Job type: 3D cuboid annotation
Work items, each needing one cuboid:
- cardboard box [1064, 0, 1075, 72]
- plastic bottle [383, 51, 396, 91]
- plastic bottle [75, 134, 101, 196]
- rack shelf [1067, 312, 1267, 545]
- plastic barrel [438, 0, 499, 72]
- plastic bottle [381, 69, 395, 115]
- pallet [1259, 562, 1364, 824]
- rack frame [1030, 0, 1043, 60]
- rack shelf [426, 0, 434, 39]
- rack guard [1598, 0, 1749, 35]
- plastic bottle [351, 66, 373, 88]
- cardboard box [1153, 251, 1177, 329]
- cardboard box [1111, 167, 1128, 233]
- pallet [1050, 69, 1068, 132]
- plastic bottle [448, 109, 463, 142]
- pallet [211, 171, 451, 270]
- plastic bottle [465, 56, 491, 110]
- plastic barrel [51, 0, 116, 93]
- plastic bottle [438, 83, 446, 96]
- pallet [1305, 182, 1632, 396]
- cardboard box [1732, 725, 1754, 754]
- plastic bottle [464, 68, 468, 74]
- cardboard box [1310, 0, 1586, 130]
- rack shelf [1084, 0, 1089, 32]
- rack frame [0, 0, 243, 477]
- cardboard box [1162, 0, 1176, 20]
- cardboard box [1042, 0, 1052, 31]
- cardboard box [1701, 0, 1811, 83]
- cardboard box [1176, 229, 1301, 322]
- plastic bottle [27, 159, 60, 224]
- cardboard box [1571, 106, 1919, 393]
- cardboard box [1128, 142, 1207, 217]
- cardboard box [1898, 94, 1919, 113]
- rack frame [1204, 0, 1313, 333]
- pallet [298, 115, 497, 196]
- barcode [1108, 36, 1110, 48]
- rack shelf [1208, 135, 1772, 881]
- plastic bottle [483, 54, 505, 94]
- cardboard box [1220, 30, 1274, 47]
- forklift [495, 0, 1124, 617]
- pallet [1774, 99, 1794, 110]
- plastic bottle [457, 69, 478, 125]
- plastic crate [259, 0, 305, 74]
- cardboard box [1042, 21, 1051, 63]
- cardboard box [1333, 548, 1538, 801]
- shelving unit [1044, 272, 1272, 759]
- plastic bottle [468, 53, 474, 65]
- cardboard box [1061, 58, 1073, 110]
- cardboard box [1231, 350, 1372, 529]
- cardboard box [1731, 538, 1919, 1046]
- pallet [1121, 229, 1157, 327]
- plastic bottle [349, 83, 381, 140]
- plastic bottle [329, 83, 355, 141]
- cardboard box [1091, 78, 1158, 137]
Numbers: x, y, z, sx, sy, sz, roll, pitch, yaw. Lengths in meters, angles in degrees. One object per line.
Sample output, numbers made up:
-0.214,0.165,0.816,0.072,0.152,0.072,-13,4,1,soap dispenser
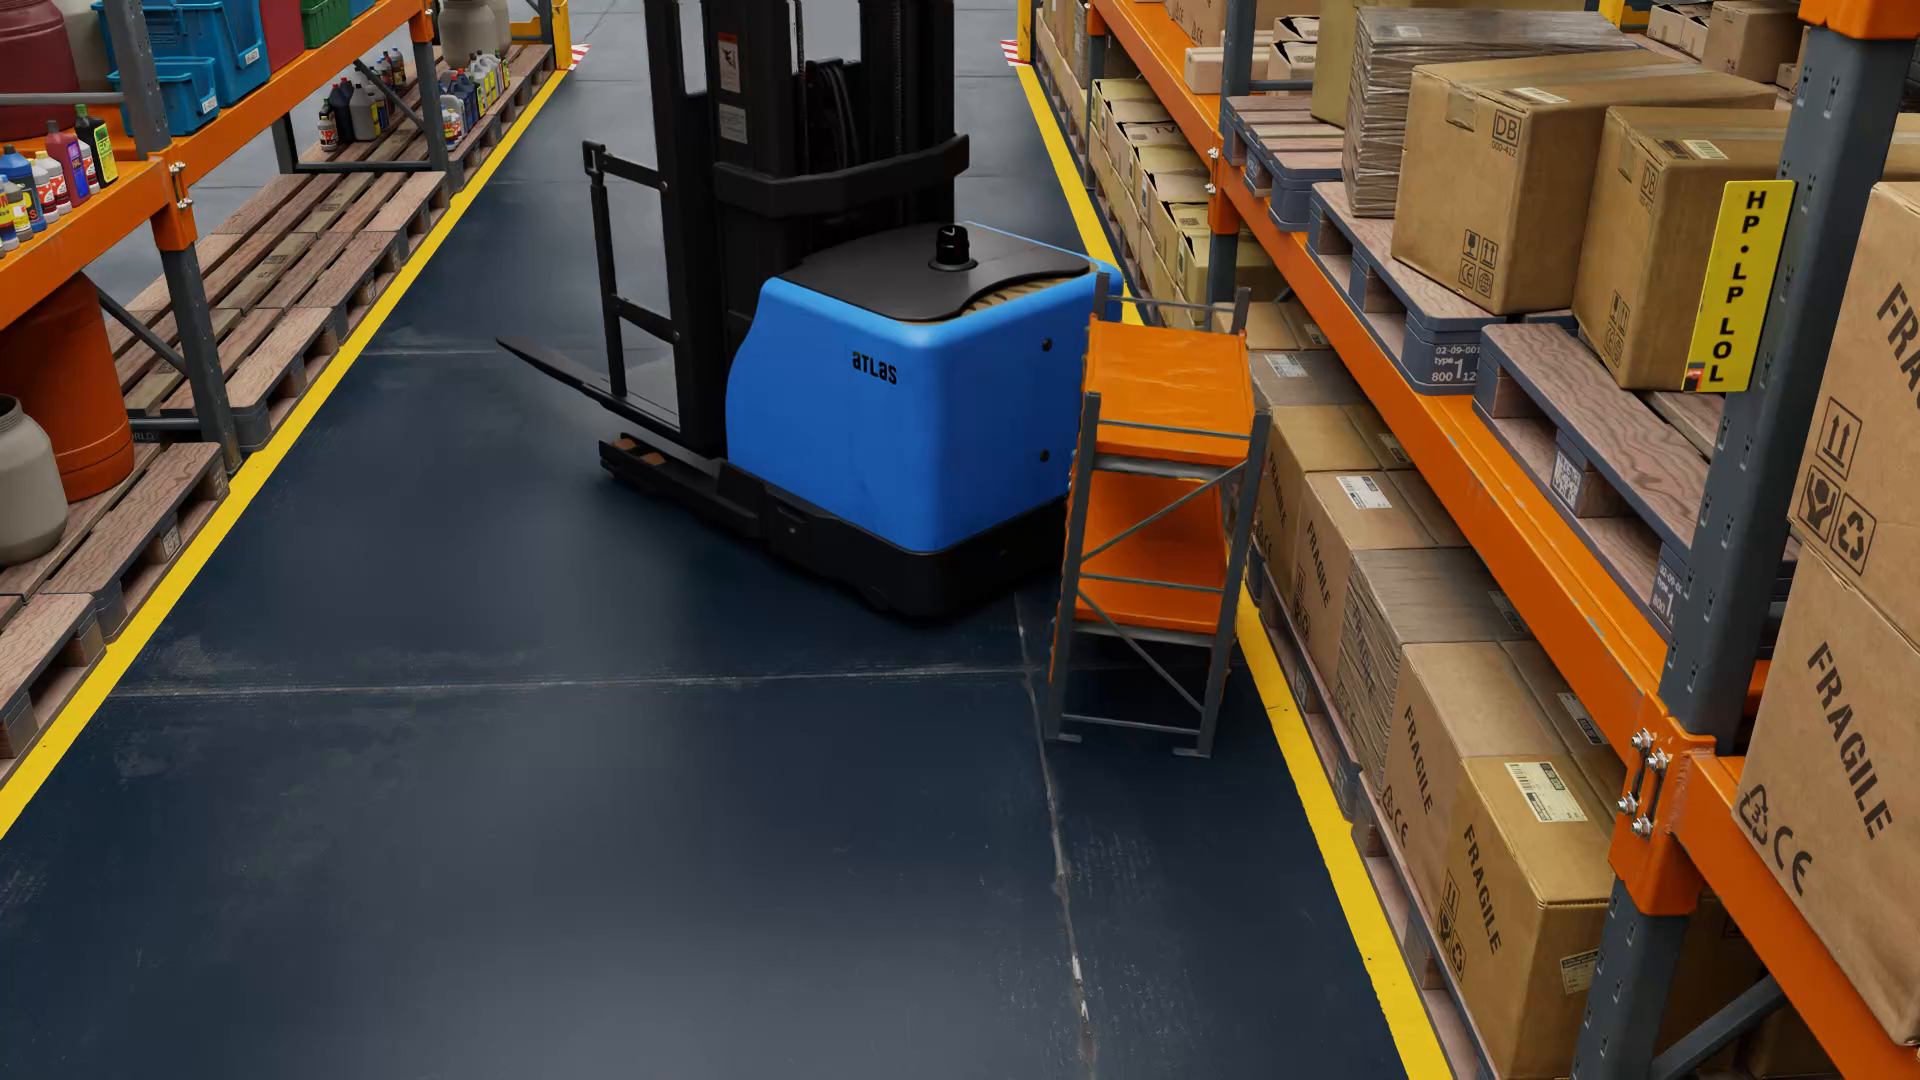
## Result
1.001,-3.538,11.499,0.500,0.500,0.500,-1,28,-3,cardboard box
-4.090,-3.338,11.868,0.061,0.283,0.133,-1,28,-2,plastic bottle
-3.015,-1.285,5.684,0.097,0.201,0.097,0,28,0,plastic bottle
0.620,-0.366,5.059,0.538,0.278,1.000,7,28,3,rack shelf
-3.730,-3.847,12.618,0.421,0.512,0.421,0,28,0,plastic barrel
-3.905,-3.047,11.310,0.061,0.283,0.133,-1,28,-3,plastic bottle
1.559,0.423,5.210,1.003,0.211,1.213,-1,28,-3,pallet
1.079,-5.415,13.389,1.000,3.000,0.127,-1,28,-3,rack frame
-3.763,-4.055,11.559,1.077,0.370,4.000,-1,28,-3,rack shelf
6.030,-4.393,14.133,1.175,0.500,0.348,-1,28,-3,rack guard
-4.007,-2.999,11.145,0.144,0.351,0.185,-2,28,-3,plastic bottle
1.196,-1.163,7.755,0.500,0.250,0.500,-2,28,-3,cardboard box
1.117,-1.868,9.106,0.500,0.250,0.500,-2,28,-4,cardboard box
1.222,-3.265,12.281,1.003,0.211,1.213,-1,28,-3,pallet
-3.248,-2.656,10.649,0.097,0.201,0.097,0,28,0,plastic bottle
-3.579,-1.852,9.573,1.003,0.211,1.213,-1,28,-3,pallet
-3.318,-3.137,11.410,0.144,0.351,0.185,-2,28,-3,plastic bottle
-3.717,-2.122,6.955,0.421,0.512,0.421,0,28,0,plastic barrel
-3.430,-2.850,10.859,0.144,0.351,0.185,-1,28,-3,plastic bottle
1.603,-0.738,4.628,1.003,0.211,1.213,-1,28,-3,pallet
1.885,0.564,4.152,0.500,0.500,0.500,-1,28,-2,cardboard box
-3.464,-3.221,11.733,0.097,0.201,0.097,0,28,0,plastic bottle
1.643,-1.663,5.633,0.700,0.500,0.500,-11,29,-20,cardboard box
1.184,-4.173,11.785,1.077,0.370,4.000,-1,28,-3,rack shelf
-3.450,-1.603,6.080,1.000,3.000,0.127,-1,28,-3,rack frame
1.340,-3.014,8.677,0.500,0.500,0.500,1,28,1,cardboard box
0.913,-4.231,12.827,0.500,0.500,0.500,-1,28,-3,cardboard box
5.991,-3.698,12.325,0.700,0.500,0.500,-3,28,-6,cardboard box
1.224,-1.172,7.167,0.500,0.311,0.500,-1,28,-1,cardboard box
-2.998,-1.133,5.394,0.097,0.201,0.097,0,28,0,plastic bottle
1.805,-0.644,3.679,0.700,0.500,0.500,3,28,5,cardboard box
1.143,-1.877,8.518,0.500,0.311,0.500,-1,28,-1,cardboard box
6.177,-2.875,11.106,0.380,0.166,0.250,-5,28,-9,cardboard box
1.497,-1.721,6.306,1.000,3.000,0.127,-1,28,-3,rack frame
-3.652,-2.525,10.863,1.003,0.211,1.213,-1,28,-3,pallet
0.886,-2.953,9.856,0.001,0.075,0.075,-1,28,-3,barcode
1.602,-0.478,4.701,1.077,0.370,4.000,-1,28,-3,rack shelf
-3.348,-3.330,11.861,0.152,0.276,0.135,-1,28,-2,plastic bottle
1.374,-2.197,7.490,0.380,0.149,0.250,1,28,1,cardboard box
-0.806,-1.626,6.198,1.130,2.935,3.031,-24,36,-38,forklift
6.165,-2.762,11.318,1.003,0.211,1.213,-1,28,-3,pallet
-3.296,-2.941,11.033,0.144,0.351,0.185,-3,28,-5,plastic bottle
-3.228,-2.385,7.510,0.402,0.464,0.583,-1,28,-3,plastic crate
0.915,-3.898,13.000,0.500,0.250,0.500,-1,28,-3,cardboard box
1.351,0.359,4.546,0.500,0.500,0.500,-1,28,-2,cardboard box
0.597,-0.109,5.196,0.538,1.125,1.048,7,28,3,shelving unit
-3.454,-3.331,11.854,0.061,0.283,0.133,-1,28,-3,plastic bottle
0.989,-3.206,11.672,0.500,0.250,0.500,-1,28,-3,cardboard box
1.269,-0.349,5.902,0.500,0.500,0.500,-2,28,-5,cardboard box
1.461,0.324,2.277,0.500,0.500,0.500,-1,28,-1,cardboard box
1.432,-1.428,8.759,1.003,0.211,1.213,-1,28,-3,pallet
-3.836,-2.765,10.696,0.144,0.351,0.185,-1,28,-3,plastic bottle
-3.980,-2.761,10.689,0.144,0.351,0.185,-2,28,-4,plastic bottle
1.061,-2.587,9.879,0.500,0.311,0.500,-1,28,-2,cardboard box
